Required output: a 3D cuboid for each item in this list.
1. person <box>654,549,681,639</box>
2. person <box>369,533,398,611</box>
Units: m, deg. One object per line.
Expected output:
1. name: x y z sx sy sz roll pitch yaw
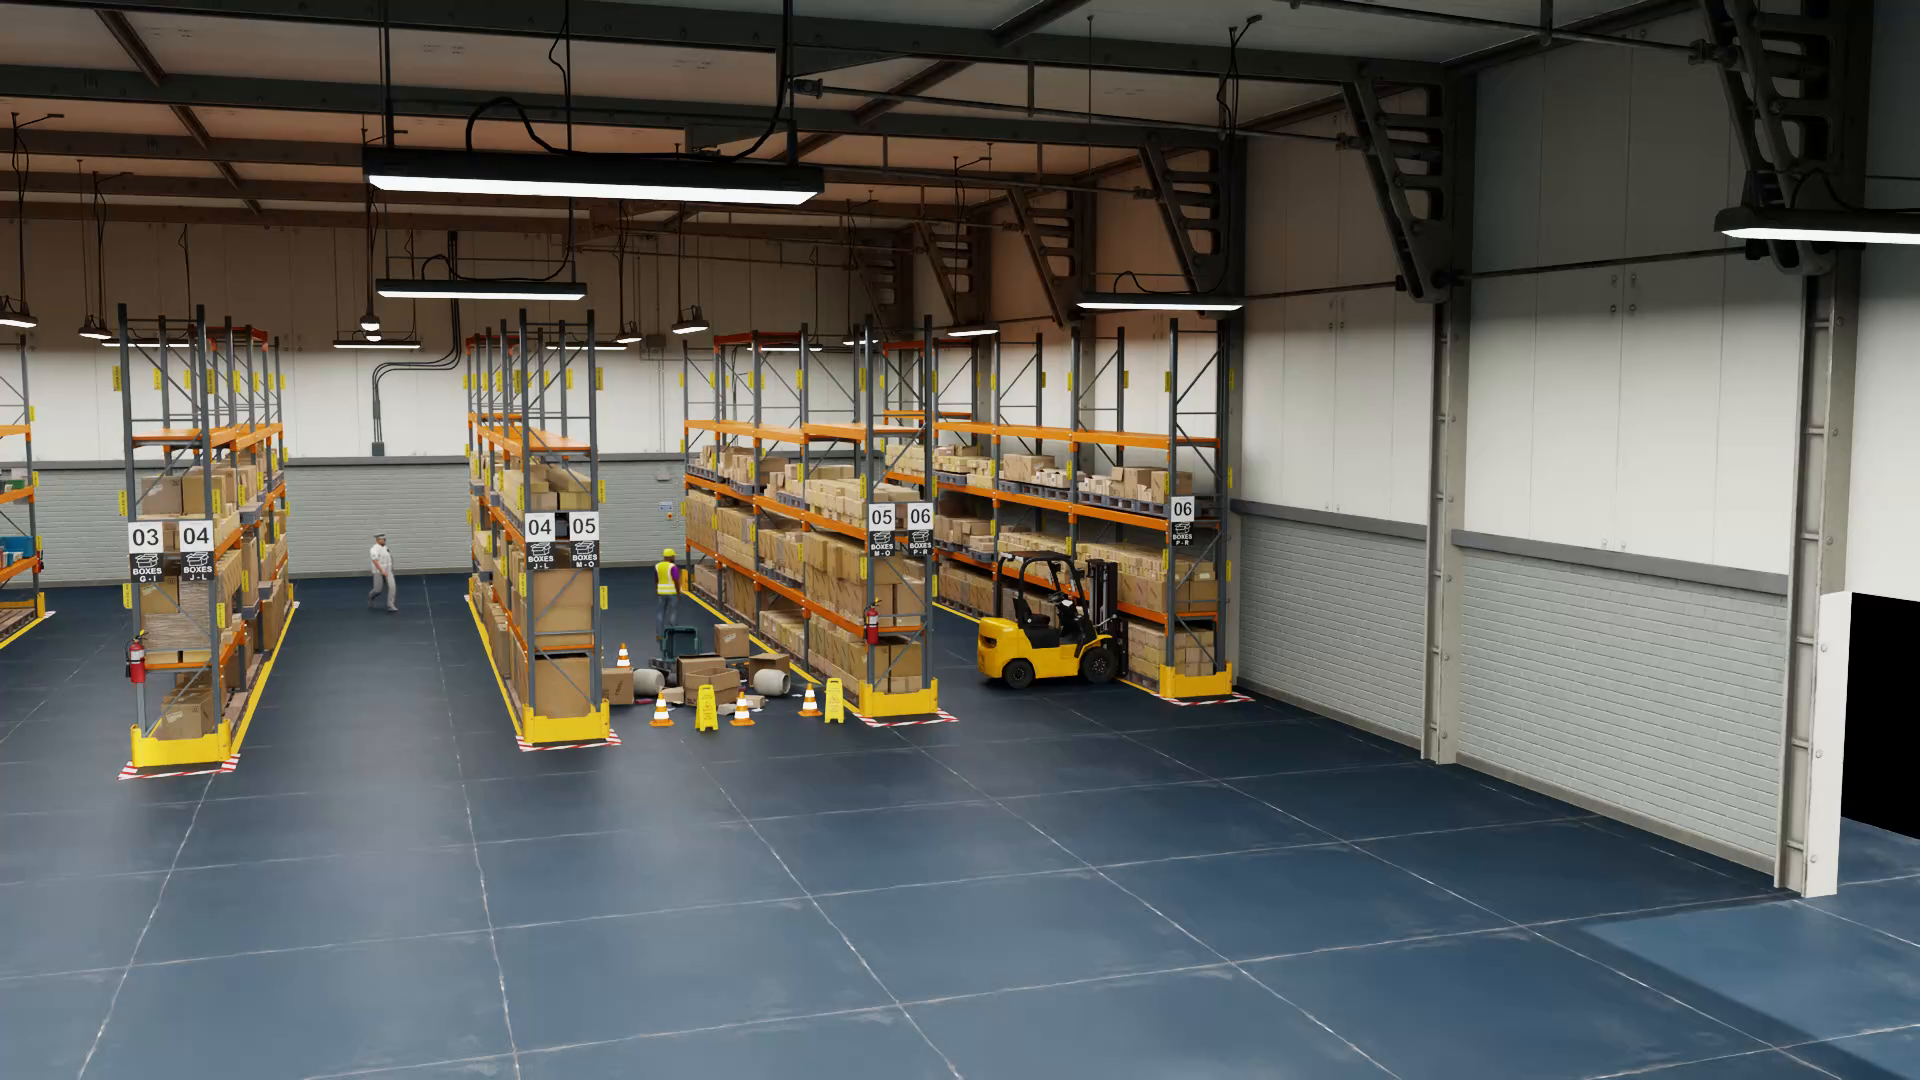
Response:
1. person: -5.675 1.050 32.357 0.600 1.774 0.432 1 6 13
2. person: -12.686 0.692 36.527 0.830 1.705 0.568 4 7 39
